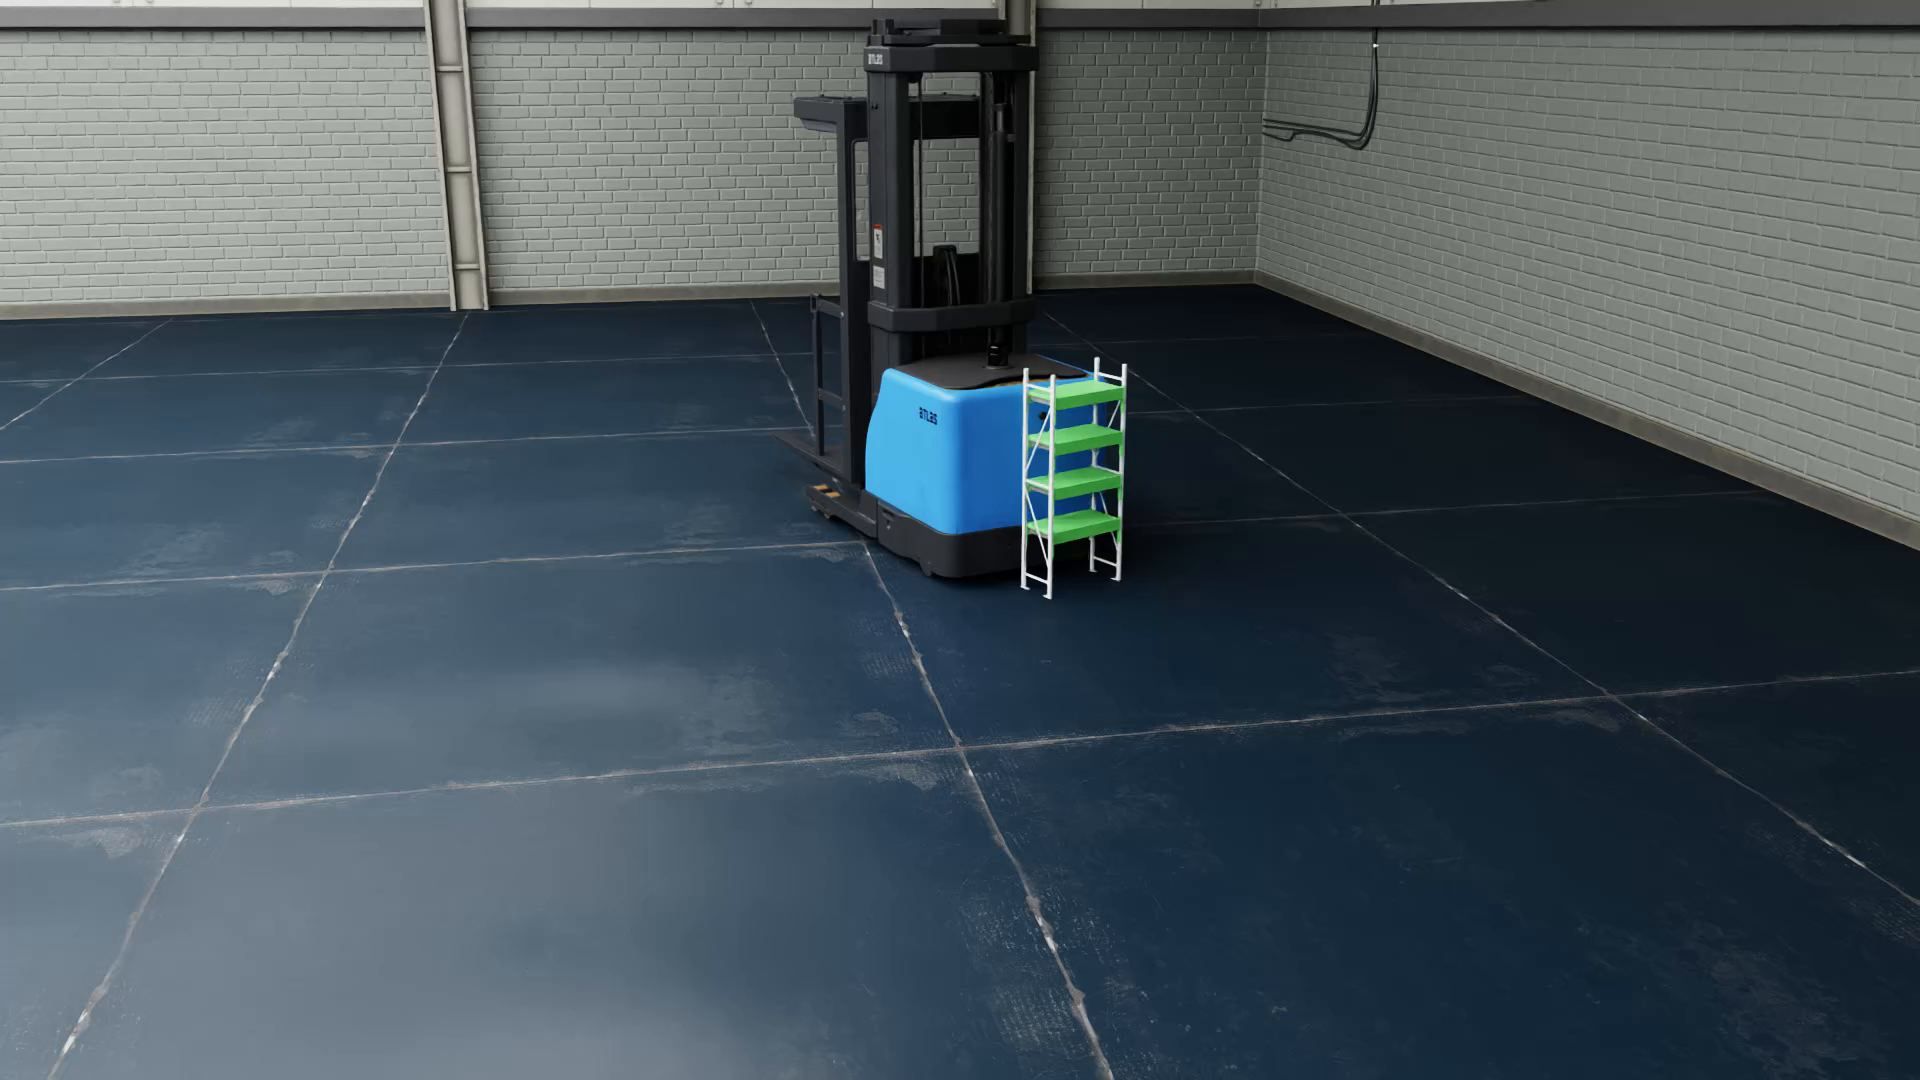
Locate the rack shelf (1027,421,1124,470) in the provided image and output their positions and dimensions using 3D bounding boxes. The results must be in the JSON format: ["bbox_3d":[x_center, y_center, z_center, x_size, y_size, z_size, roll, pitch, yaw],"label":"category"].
[{"bbox_3d":[0.605,-0.501,8.800,0.480,0.148,0.258,-12,21,-35],"label":"rack shelf"}]

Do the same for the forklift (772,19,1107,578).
[{"bbox_3d":[-0.306,-1.584,9.978,1.130,2.935,3.031,-9,19,-26],"label":"forklift"}]

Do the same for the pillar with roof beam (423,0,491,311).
[{"bbox_3d":[-4.471,-5.572,12.626,0.400,9.000,9.100,-3,17,-10],"label":"pillar with roof beam"}]

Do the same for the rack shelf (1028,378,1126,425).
[{"bbox_3d":[0.604,-0.731,8.729,0.480,0.148,0.258,-12,21,-35],"label":"rack shelf"}]

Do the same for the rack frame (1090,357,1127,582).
[{"bbox_3d":[0.800,-0.376,8.991,0.015,1.200,0.240,-12,21,-35],"label":"rack frame"}]

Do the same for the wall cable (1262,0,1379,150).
[{"bbox_3d":[3.747,-5.446,17.504,0.112,2.526,3.097,-3,17,-10],"label":"wall cable"}]

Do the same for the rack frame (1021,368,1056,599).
[{"bbox_3d":[0.409,-0.290,8.712,0.015,1.200,0.240,-12,21,-35],"label":"rack frame"}]

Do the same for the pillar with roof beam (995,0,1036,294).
[{"bbox_3d":[1.420,-5.906,13.714,0.400,9.000,9.100,-3,17,-10],"label":"pillar with roof beam"}]

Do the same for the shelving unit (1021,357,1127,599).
[{"bbox_3d":[0.605,-0.333,8.851,0.503,1.200,0.258,-12,21,-35],"label":"shelving unit"}]

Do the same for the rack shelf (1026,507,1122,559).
[{"bbox_3d":[0.605,-0.042,8.941,0.480,0.148,0.258,-12,21,-35],"label":"rack shelf"}]

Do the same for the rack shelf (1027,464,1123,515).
[{"bbox_3d":[0.605,-0.272,8.870,0.480,0.148,0.258,-12,21,-35],"label":"rack shelf"}]
